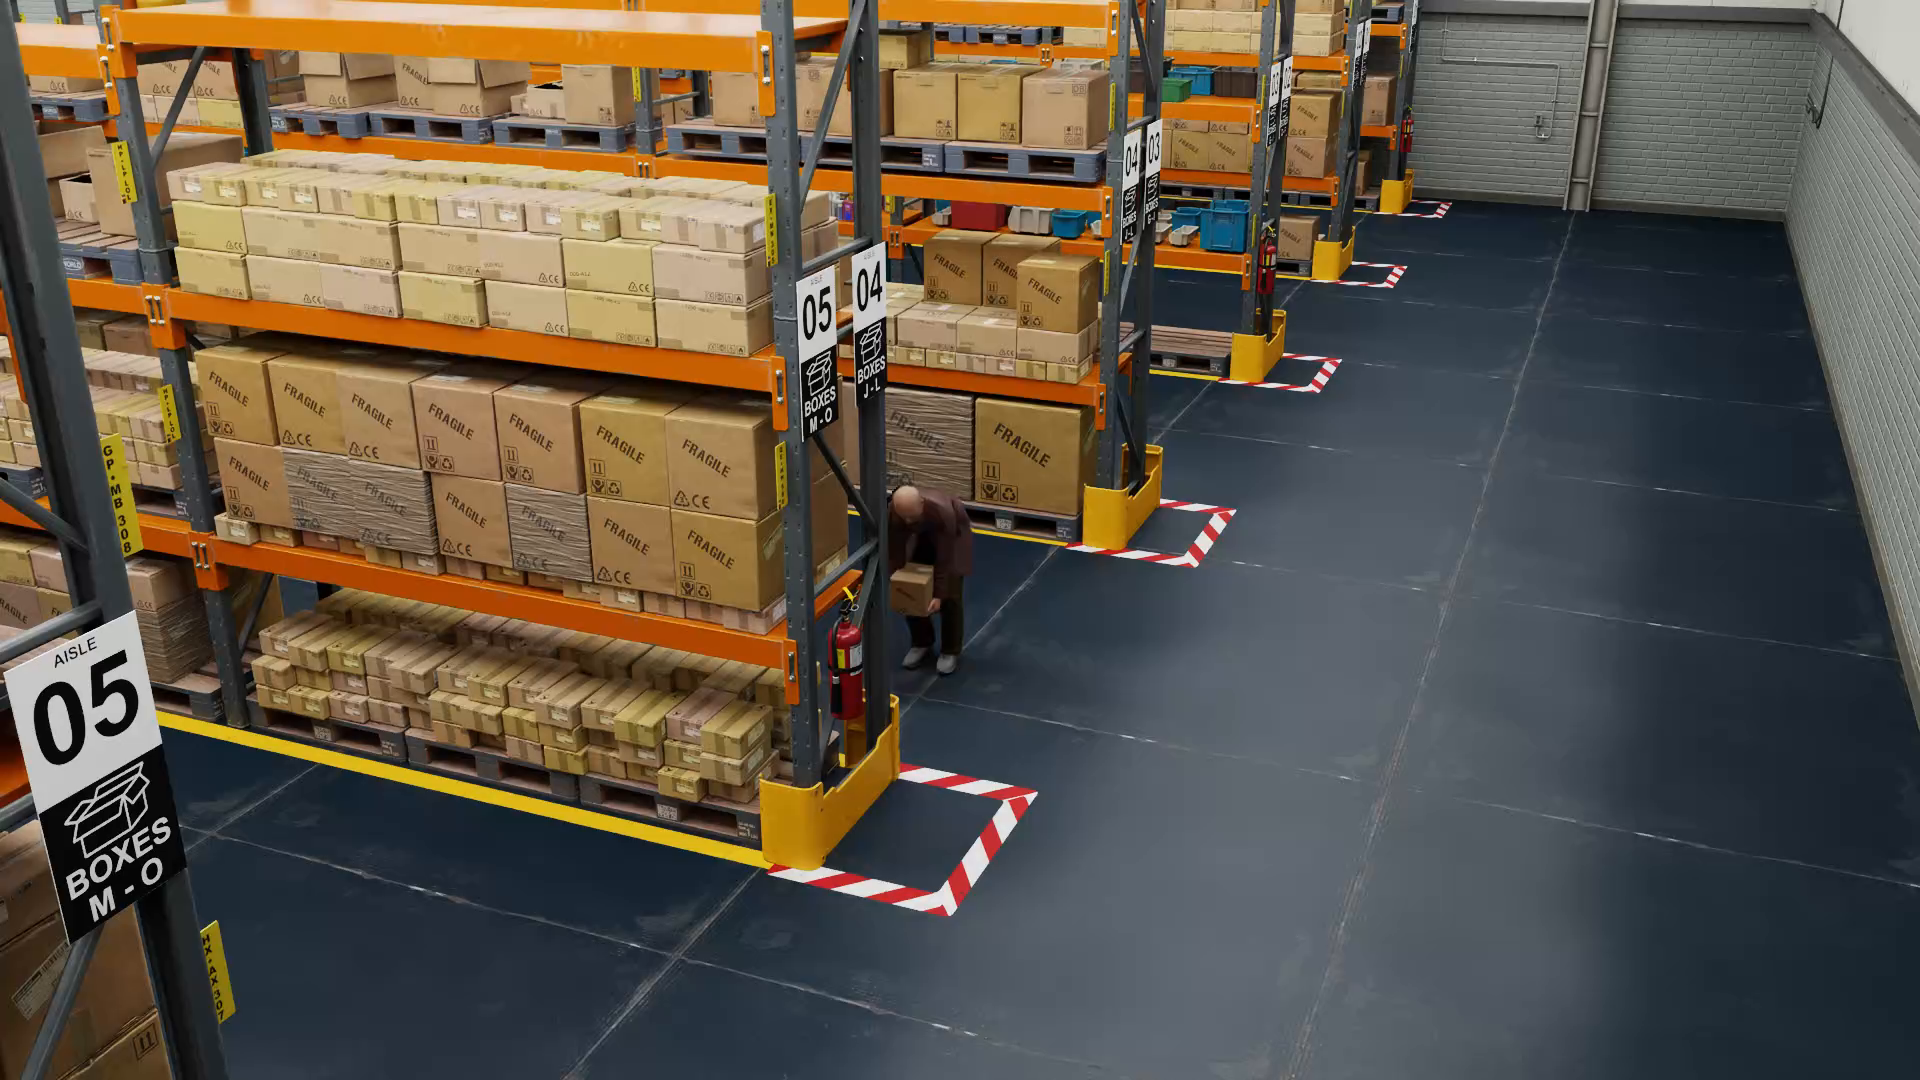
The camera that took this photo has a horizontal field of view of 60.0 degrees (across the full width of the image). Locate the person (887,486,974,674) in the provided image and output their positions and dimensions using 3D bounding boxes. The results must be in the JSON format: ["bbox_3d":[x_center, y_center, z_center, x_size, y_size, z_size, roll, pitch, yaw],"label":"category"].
[{"bbox_3d":[-0.228,0.220,10.893,0.541,1.428,0.859,8,23,19],"label":"person"}]
